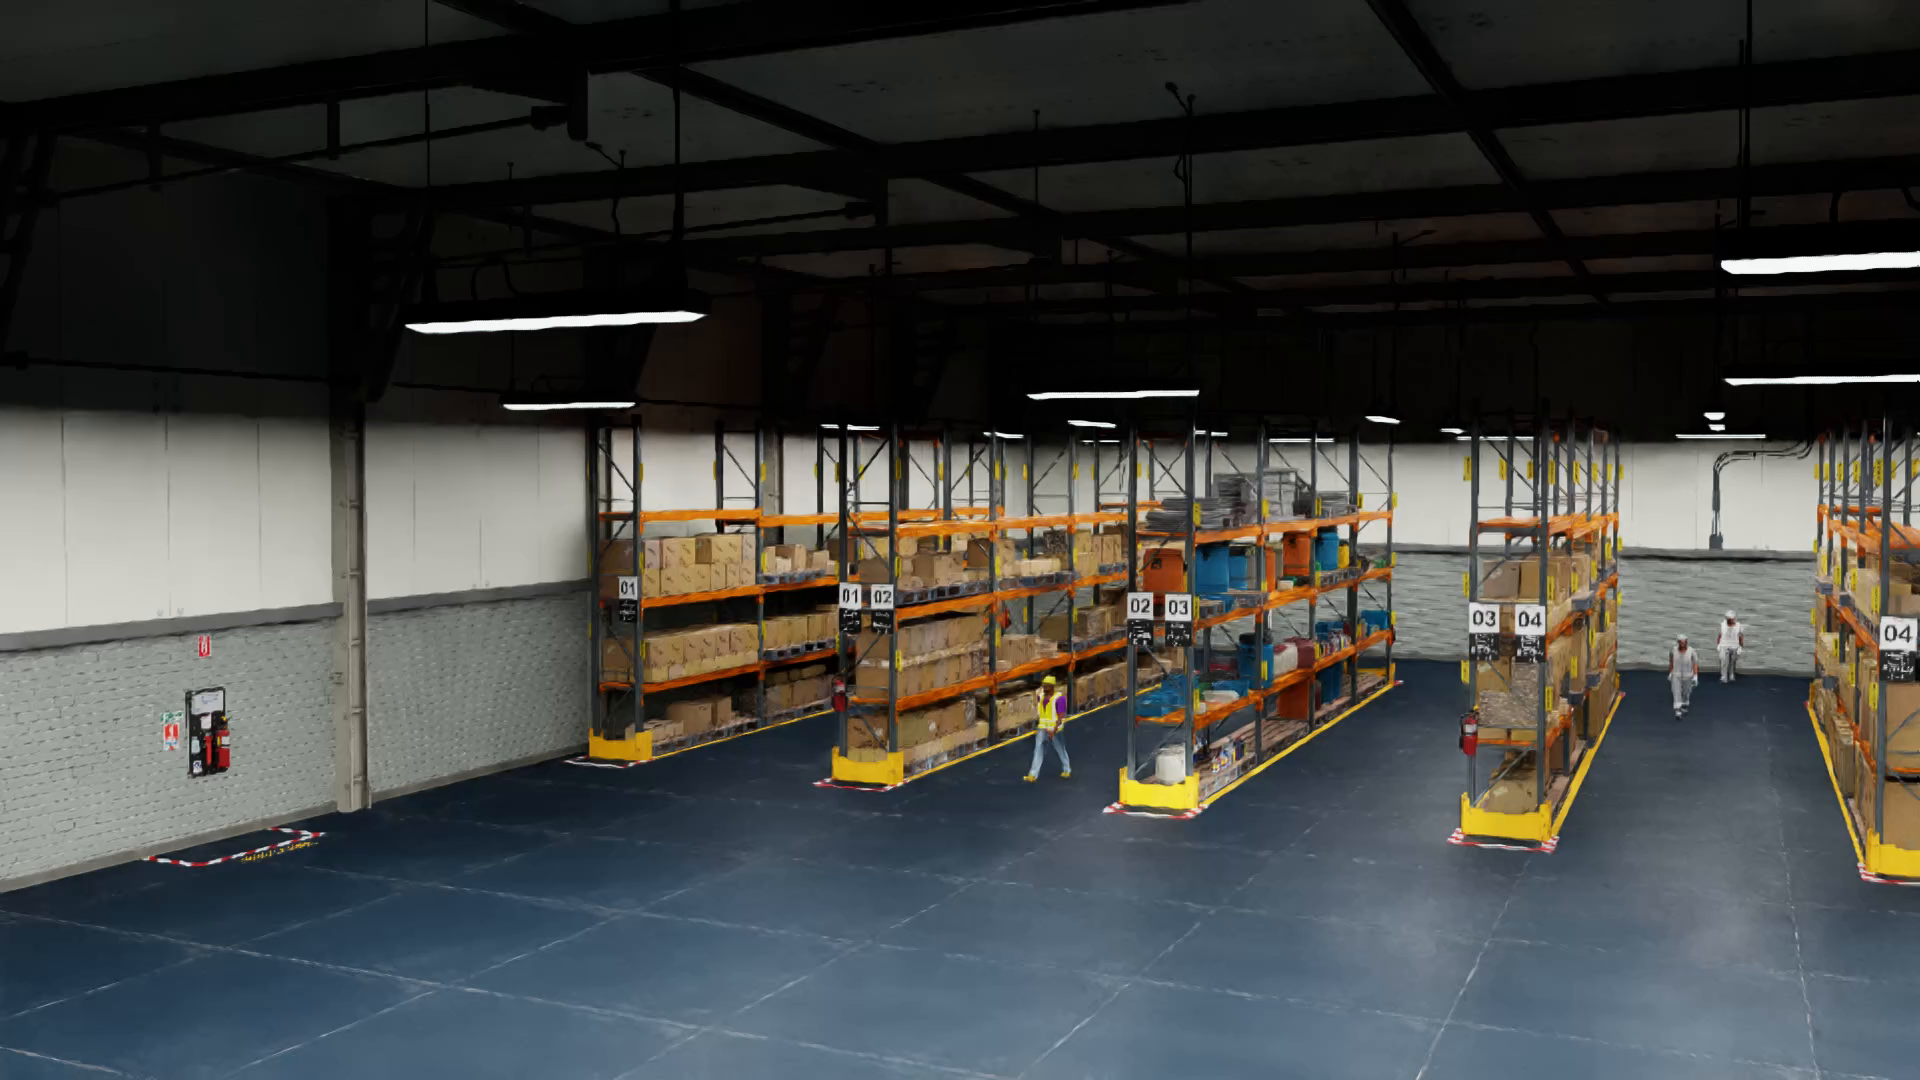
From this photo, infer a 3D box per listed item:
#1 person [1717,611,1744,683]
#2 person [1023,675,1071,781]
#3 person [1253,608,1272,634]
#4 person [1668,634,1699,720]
[{"bbox_3d":[18.214,2.514,39.313,0.564,1.704,1.112,1,3,23],"label":"person"},{"bbox_3d":[1.448,3.030,26.835,0.572,1.704,1.030,2,3,34],"label":"person"},{"bbox_3d":[7.926,2.308,44.050,0.712,1.763,0.519,-1,2,-16],"label":"person"},{"bbox_3d":[14.607,2.752,33.588,0.567,1.736,1.044,1,3,24],"label":"person"}]
